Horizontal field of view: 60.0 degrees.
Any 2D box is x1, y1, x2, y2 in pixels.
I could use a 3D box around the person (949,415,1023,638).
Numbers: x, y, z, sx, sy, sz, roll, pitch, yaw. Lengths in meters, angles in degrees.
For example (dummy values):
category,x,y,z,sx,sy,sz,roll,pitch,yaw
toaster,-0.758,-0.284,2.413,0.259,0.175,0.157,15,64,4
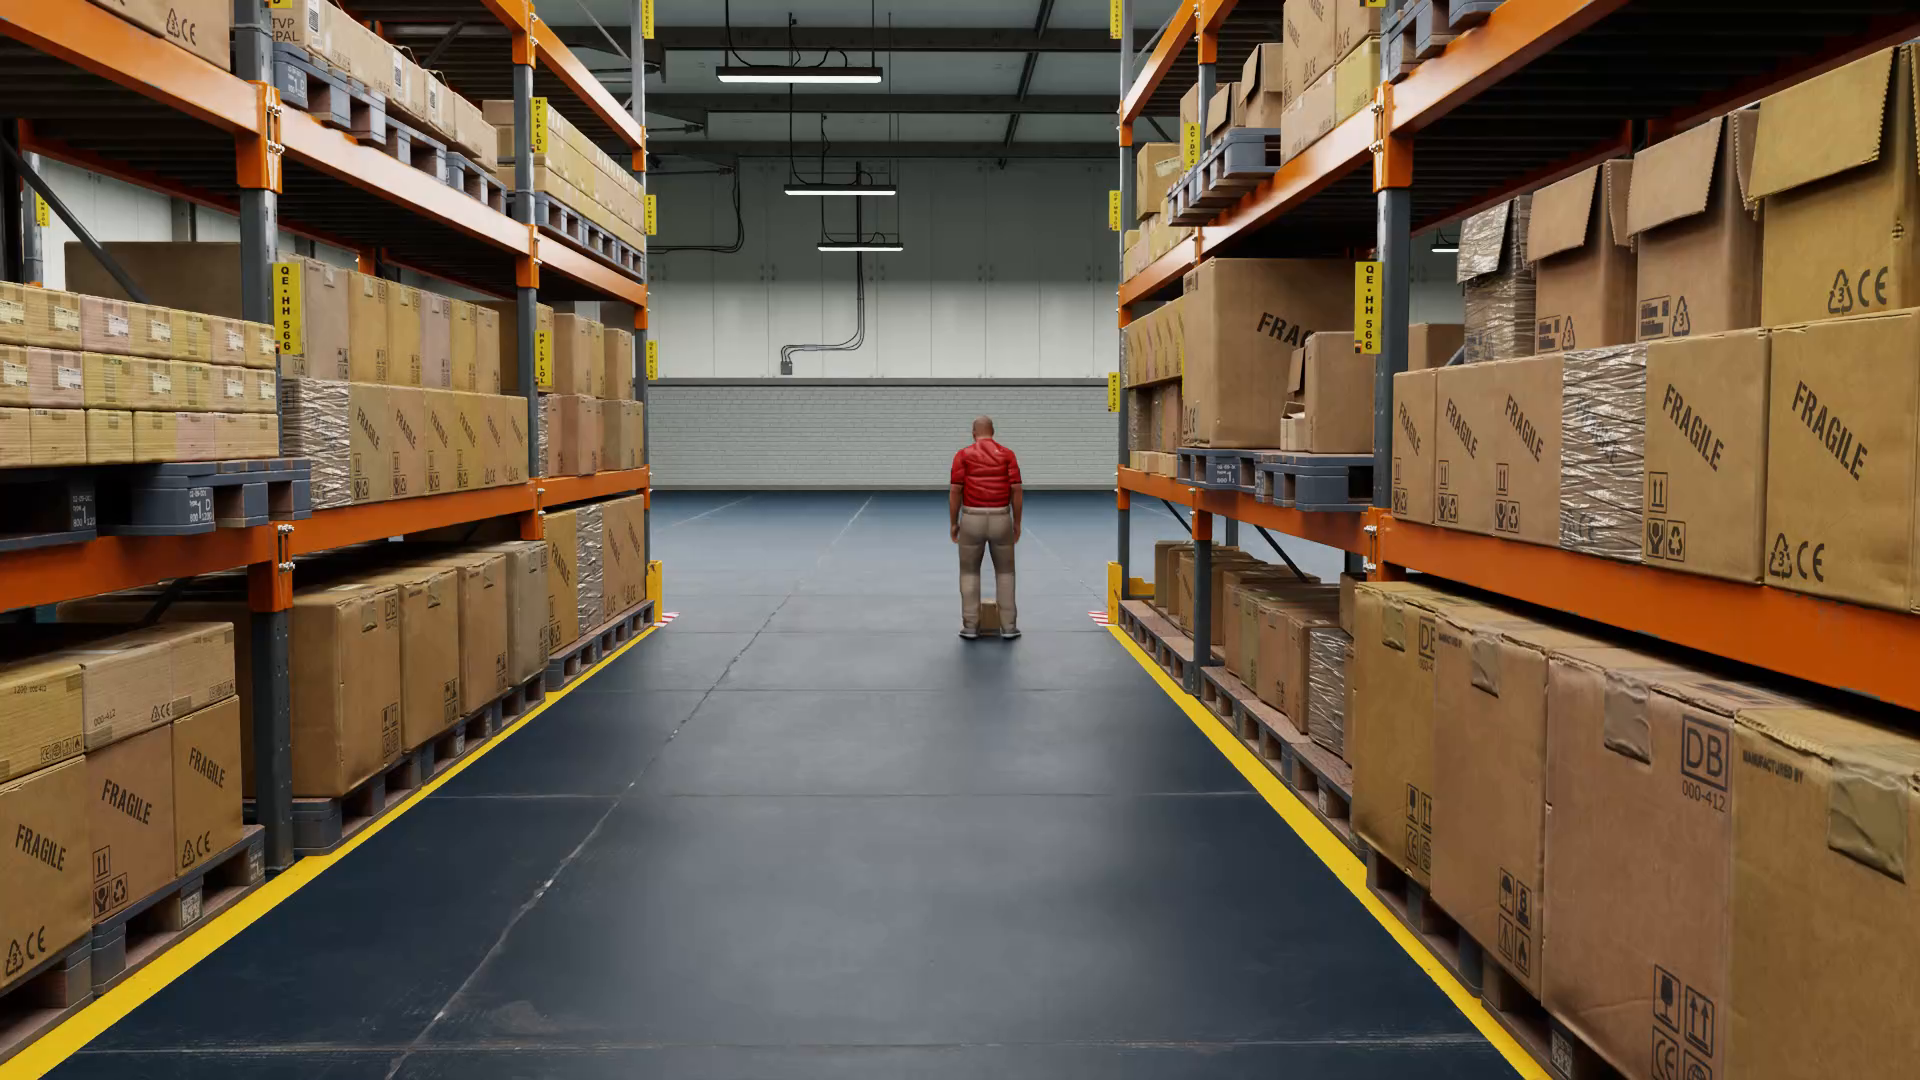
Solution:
category,x,y,z,sx,sy,sz,roll,pitch,yaw
person,0.201,-0.102,12.915,0.578,1.727,0.390,0,4,-3
